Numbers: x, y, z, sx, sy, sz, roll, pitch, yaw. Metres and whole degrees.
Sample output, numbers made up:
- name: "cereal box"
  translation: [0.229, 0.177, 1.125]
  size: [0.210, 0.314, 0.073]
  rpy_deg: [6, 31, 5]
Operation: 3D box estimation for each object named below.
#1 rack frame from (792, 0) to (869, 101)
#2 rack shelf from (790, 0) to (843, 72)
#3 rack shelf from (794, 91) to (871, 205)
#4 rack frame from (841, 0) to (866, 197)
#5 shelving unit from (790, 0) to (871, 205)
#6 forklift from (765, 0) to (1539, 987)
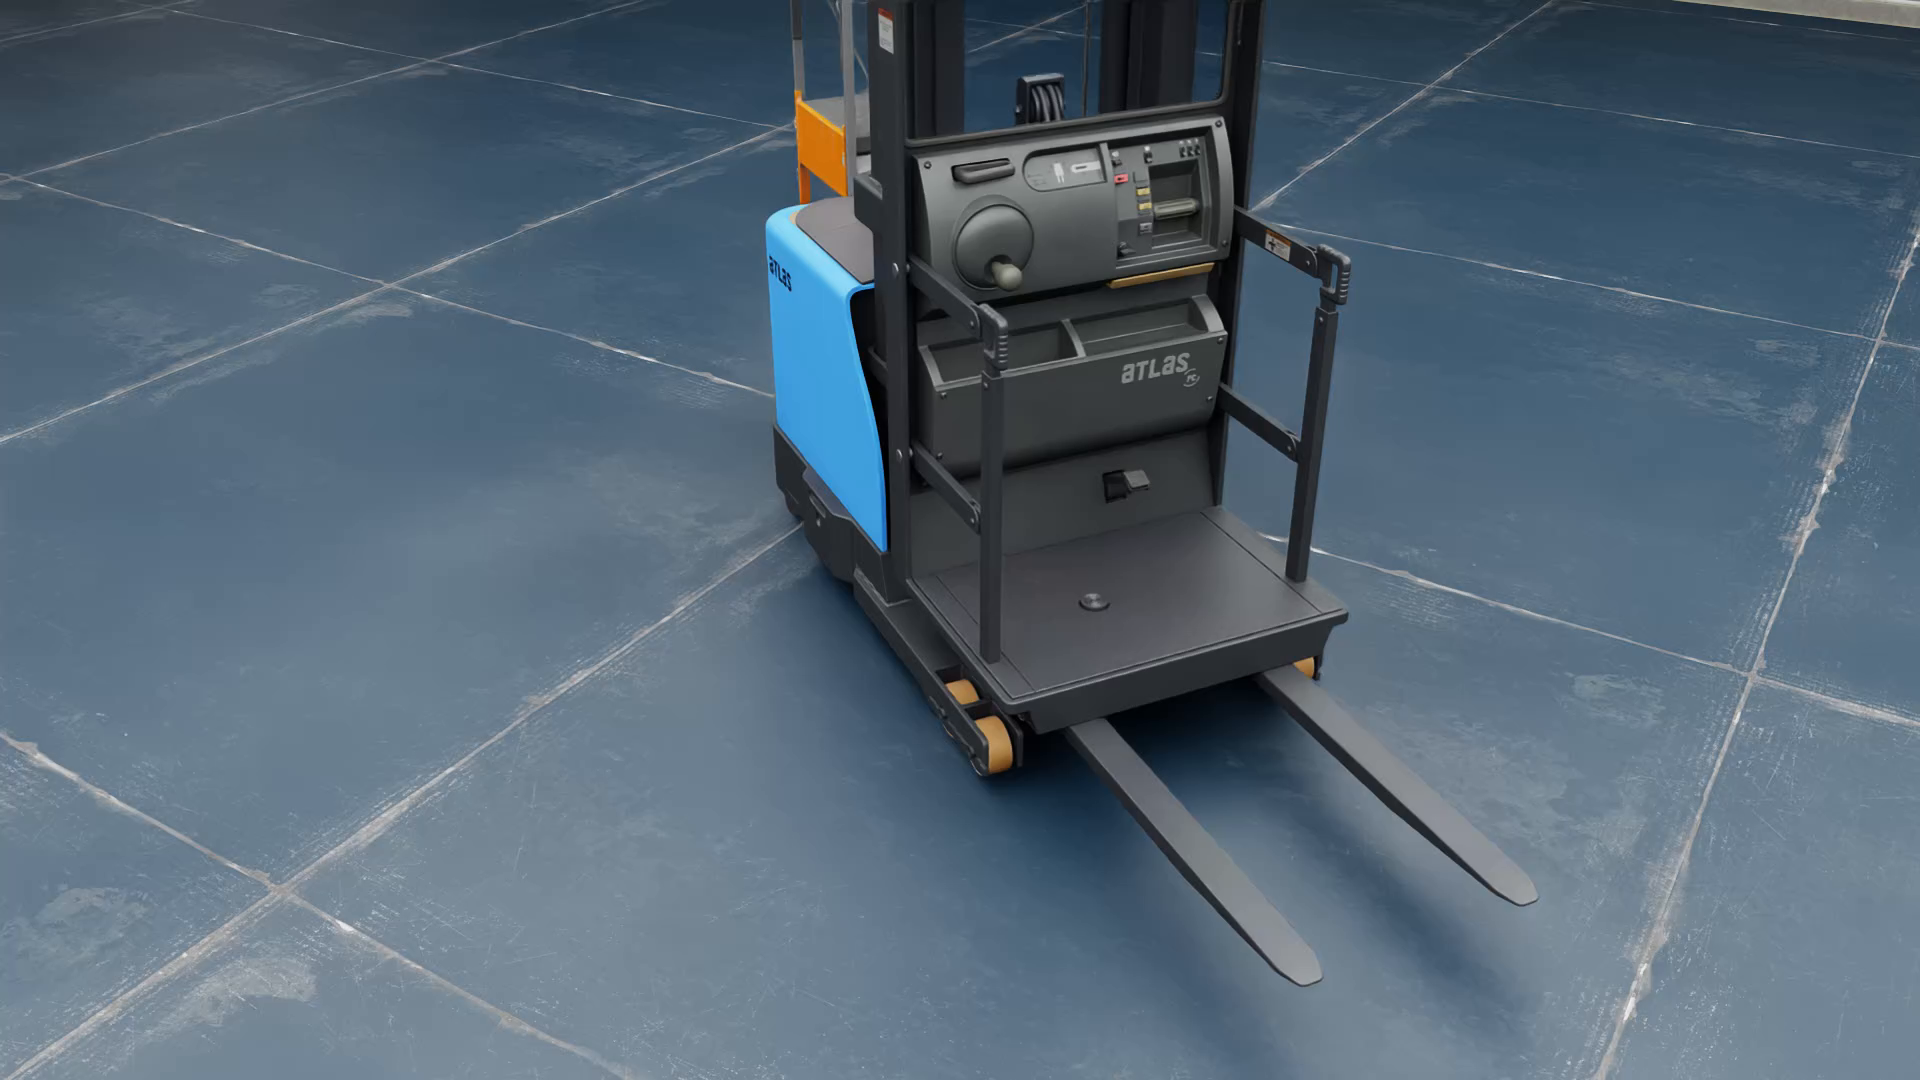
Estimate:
- name: "rack frame"
  translation: [-0.404, -1.431, 6.118]
  size: [0.400, 2.100, 0.015]
  rpy_deg: [-13, 33, -21]
- name: "rack shelf"
  translation: [-0.302, -1.912, 5.581]
  size: [0.431, 0.518, 0.480]
  rpy_deg: [-13, 33, -21]
- name: "rack shelf"
  translation: [-0.302, -1.307, 5.934]
  size: [0.431, 0.518, 0.480]
  rpy_deg: [-13, 33, -21]
- name: "rack frame"
  translation: [-0.200, -1.207, 5.735]
  size: [0.400, 2.100, 0.015]
  rpy_deg: [-13, 33, -21]
- name: "shelving unit"
  translation: [-0.302, -1.319, 5.927]
  size: [0.431, 2.100, 0.503]
  rpy_deg: [-13, 33, -21]
- name: "forklift"
  translation: [0.417, -0.861, 4.316]
  size: [1.130, 2.935, 3.031]
  rpy_deg: [-13, 33, -21]
